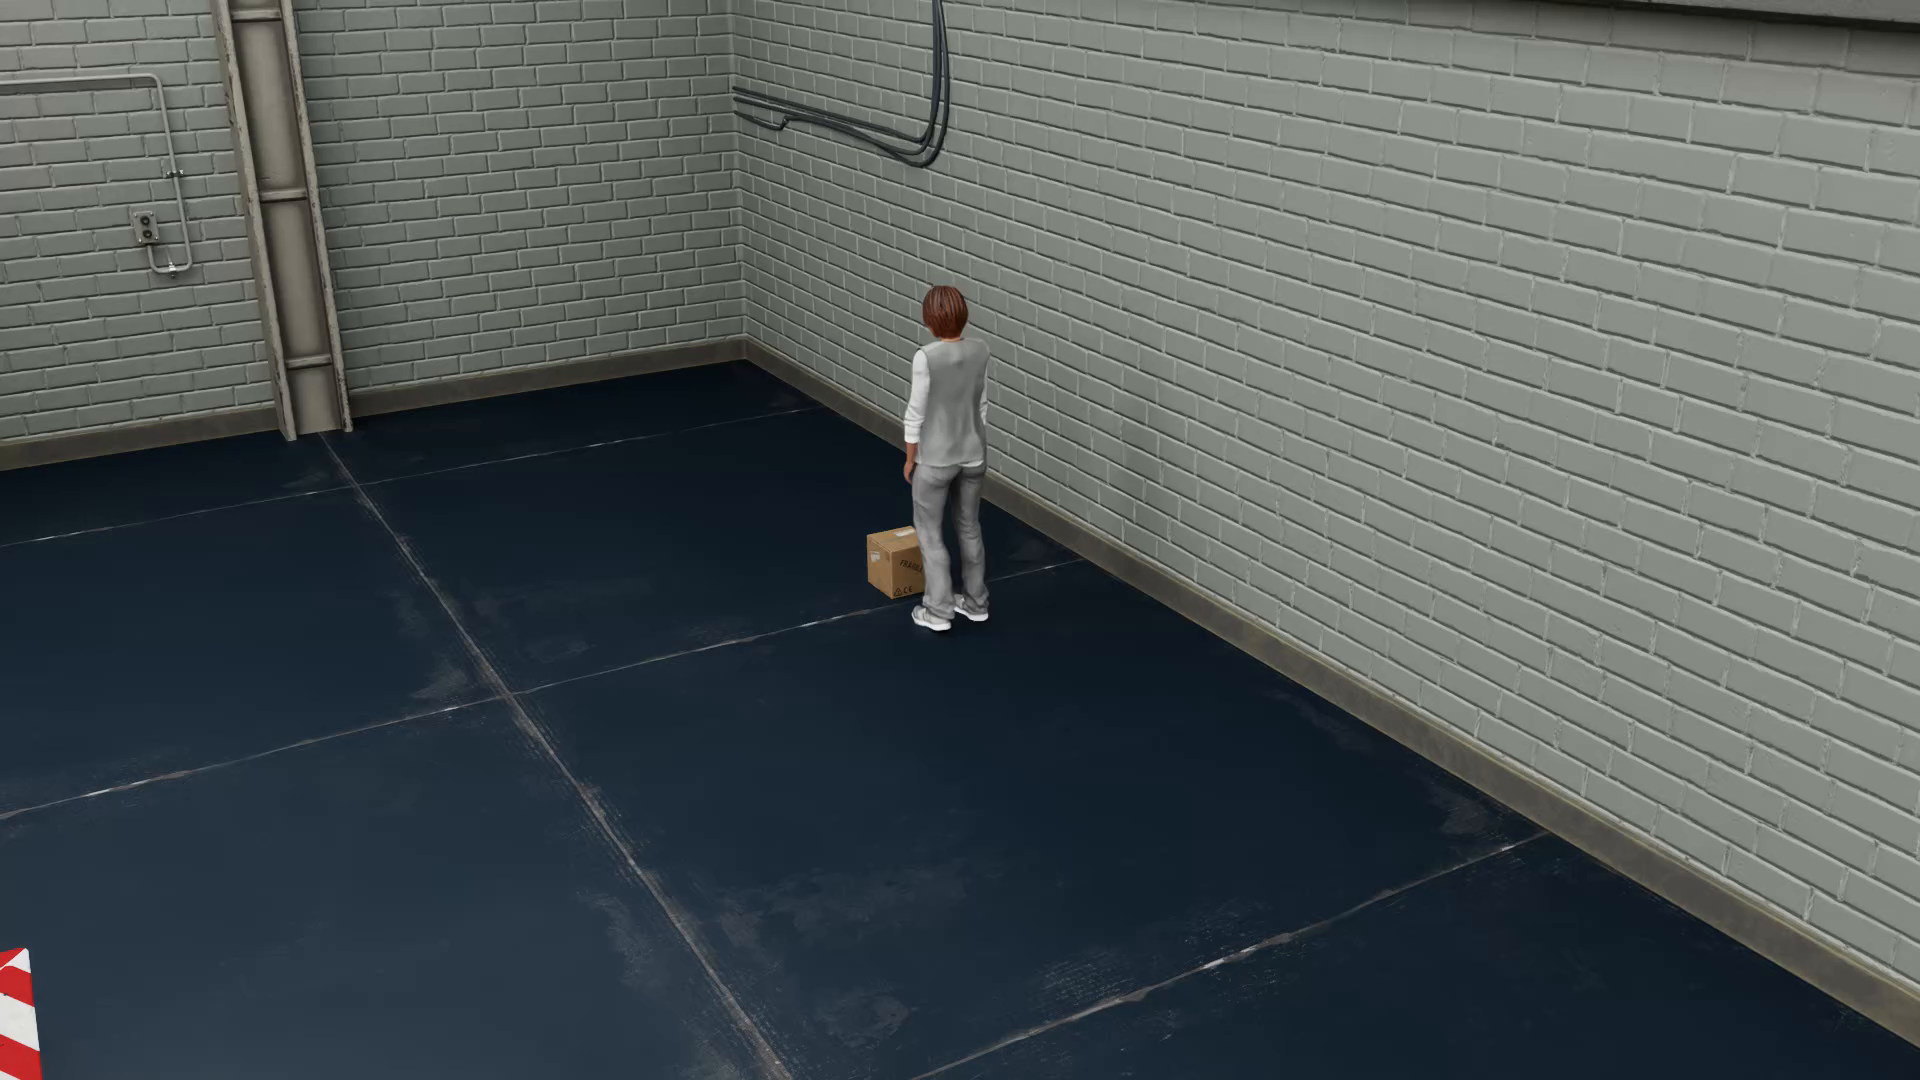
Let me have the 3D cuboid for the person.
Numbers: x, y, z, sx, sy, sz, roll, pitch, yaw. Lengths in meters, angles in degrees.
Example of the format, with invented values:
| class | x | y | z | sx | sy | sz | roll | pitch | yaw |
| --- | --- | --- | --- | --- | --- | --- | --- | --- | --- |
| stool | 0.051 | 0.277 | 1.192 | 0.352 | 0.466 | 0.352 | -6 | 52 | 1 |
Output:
| class | x | y | z | sx | sy | sz | roll | pitch | yaw |
| --- | --- | --- | --- | --- | --- | --- | --- | --- | --- |
| person | -0.063 | -0.349 | 7.495 | 0.407 | 1.588 | 0.299 | -12 | 25 | -27 |
